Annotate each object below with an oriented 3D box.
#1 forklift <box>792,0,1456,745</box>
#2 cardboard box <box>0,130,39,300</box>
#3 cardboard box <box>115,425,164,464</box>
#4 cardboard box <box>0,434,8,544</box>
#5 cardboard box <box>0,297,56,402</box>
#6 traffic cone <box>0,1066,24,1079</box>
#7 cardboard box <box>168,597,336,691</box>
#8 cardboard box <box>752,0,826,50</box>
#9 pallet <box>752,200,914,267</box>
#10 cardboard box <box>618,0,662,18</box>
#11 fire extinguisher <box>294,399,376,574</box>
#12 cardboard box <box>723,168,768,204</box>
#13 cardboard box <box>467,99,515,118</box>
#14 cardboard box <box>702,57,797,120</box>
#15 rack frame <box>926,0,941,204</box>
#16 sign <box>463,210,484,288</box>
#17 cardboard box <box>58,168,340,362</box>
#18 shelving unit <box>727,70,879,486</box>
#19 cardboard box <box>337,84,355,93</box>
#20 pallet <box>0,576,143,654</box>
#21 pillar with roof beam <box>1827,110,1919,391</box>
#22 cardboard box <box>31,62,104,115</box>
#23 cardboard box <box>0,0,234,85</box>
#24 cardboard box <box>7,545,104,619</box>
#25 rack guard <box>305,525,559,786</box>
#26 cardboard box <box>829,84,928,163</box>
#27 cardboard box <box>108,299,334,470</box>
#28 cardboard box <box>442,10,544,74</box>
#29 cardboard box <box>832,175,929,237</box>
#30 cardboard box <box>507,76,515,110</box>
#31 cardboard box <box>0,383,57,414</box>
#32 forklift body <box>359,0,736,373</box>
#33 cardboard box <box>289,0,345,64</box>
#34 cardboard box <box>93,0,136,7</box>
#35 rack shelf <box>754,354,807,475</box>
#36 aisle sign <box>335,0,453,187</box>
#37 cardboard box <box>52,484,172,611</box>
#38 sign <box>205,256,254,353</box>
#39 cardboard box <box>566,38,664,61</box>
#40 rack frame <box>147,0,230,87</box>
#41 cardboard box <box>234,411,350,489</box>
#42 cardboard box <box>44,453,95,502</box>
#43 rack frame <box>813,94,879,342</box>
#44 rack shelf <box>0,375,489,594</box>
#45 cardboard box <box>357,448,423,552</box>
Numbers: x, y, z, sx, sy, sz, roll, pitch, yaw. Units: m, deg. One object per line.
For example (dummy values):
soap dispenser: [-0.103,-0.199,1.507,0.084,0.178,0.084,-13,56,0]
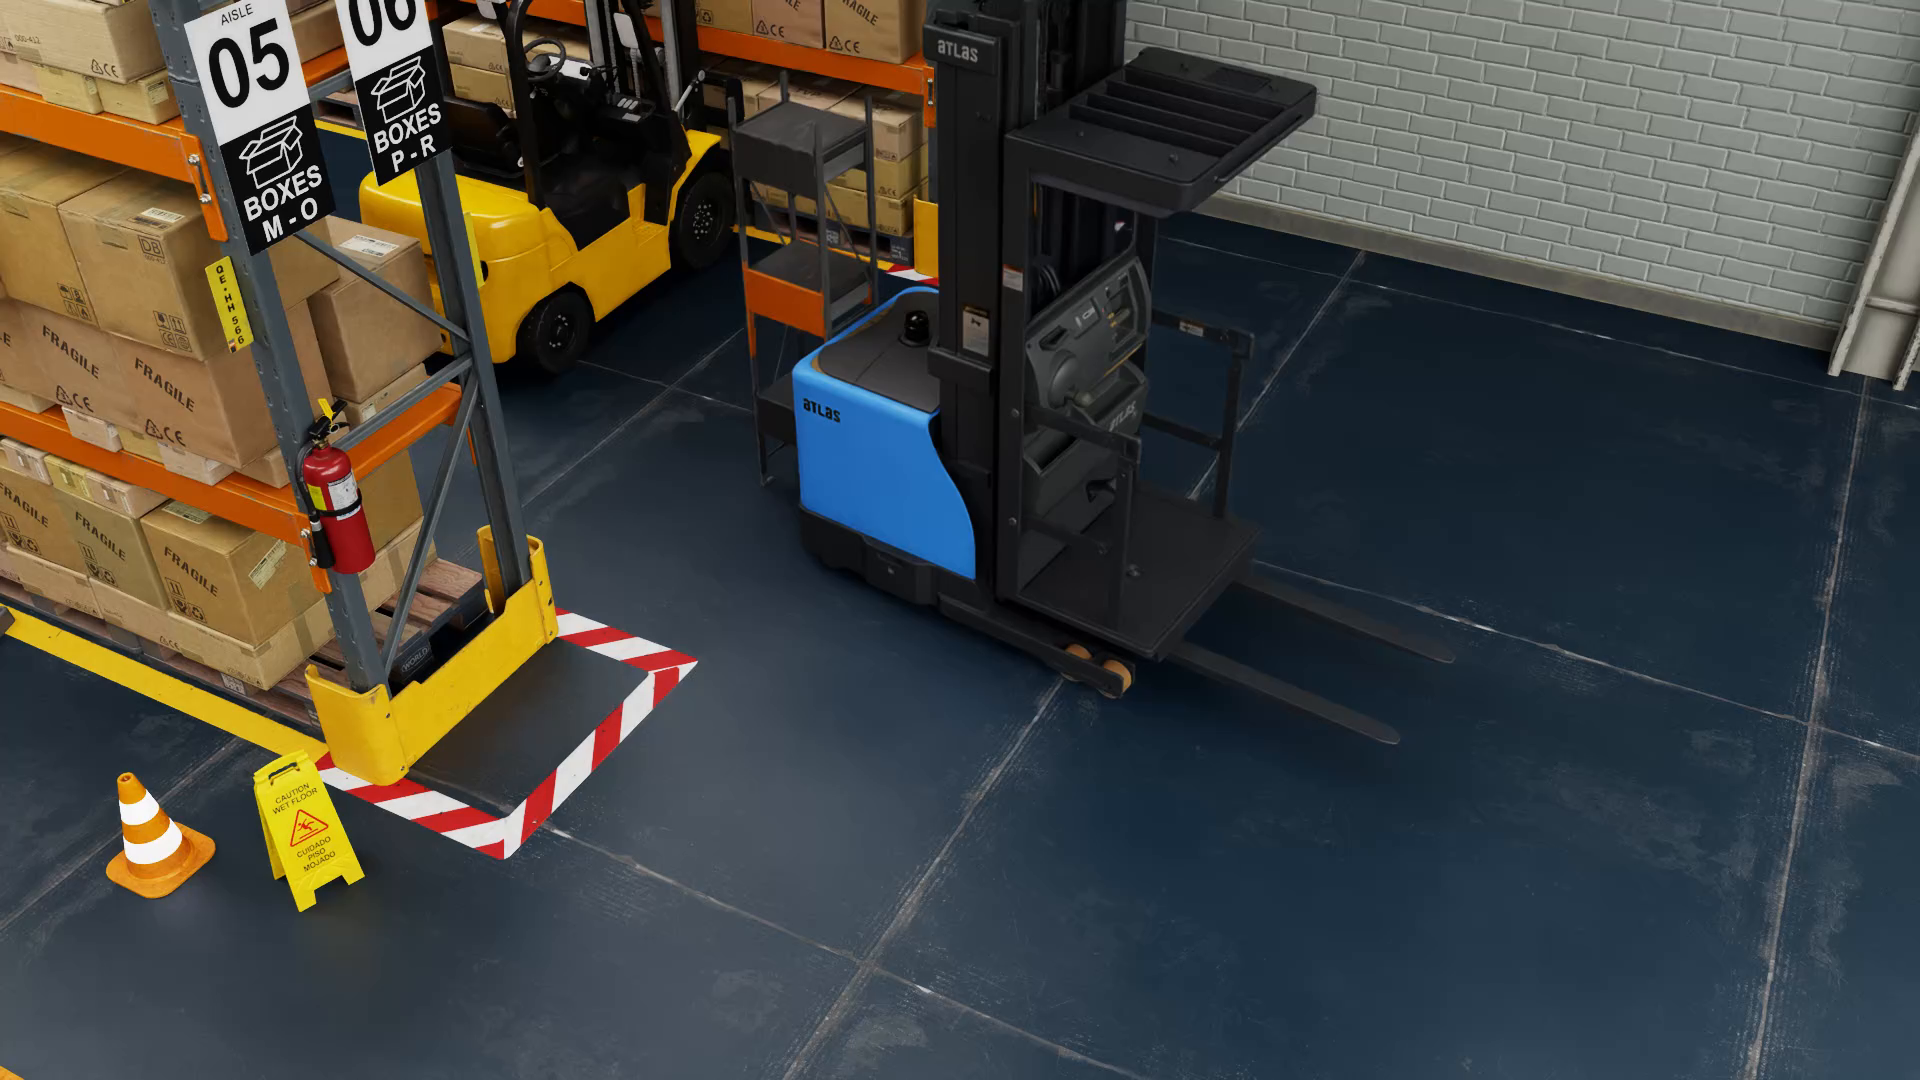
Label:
forklift: [0.723,-0.837,6.948,3.031,2.935,1.130,23,43,27]
cardboard box: [-3.691,-1.310,6.359,0.500,0.500,0.700,17,40,21]
cardboard box: [-3.115,-0.480,6.629,0.250,0.149,0.380,17,40,21]
cardboard box: [-4.402,-0.384,7.601,0.500,0.500,0.500,20,41,24]
cardboard box: [-3.684,-0.941,6.700,0.500,0.500,0.500,17,40,21]
traffic cone: [-3.374,1.777,5.546,0.334,0.463,0.336,17,41,21]
cardboard box: [-3.053,0.344,7.263,0.500,0.250,0.500,17,40,21]
cardboard box: [-0.925,-3.348,10.117,0.500,0.500,0.500,19,41,23]
pallet: [-0.610,-2.243,11.050,1.213,0.211,1.003,17,41,21]
cardboard box: [-1.832,-3.624,10.481,0.500,0.500,0.500,18,41,22]
fire extinguisher: [-2.301,-0.187,6.099,0.183,0.674,0.296,17,41,21]
cardboard box: [-1.351,-2.484,10.987,0.500,0.250,0.500,18,41,22]
cardboard box: [-3.186,-3.035,11.714,0.500,0.250,0.500,18,41,22]
cardboard box: [-1.372,-2.868,10.667,0.500,0.250,0.500,18,41,22]
rack frame: [0.089,-3.163,9.956,0.127,3.000,1.000,17,41,21]
sign: [-1.941,-1.133,6.566,0.005,0.325,0.100,17,41,21]
cardboard box: [-2.745,-1.079,6.054,0.500,0.500,0.700,16,40,20]
shelving unit: [-0.714,-1.136,8.029,0.503,2.100,0.431,23,43,27]
cardboard box: [-4.617,-3.856,12.485,0.625,0.625,0.875,17,40,21]
pallet: [-4.042,0.008,8.085,1.213,0.211,1.003,17,41,21]
pillar with roof beam: [3.233,-2.251,3.792,0.400,9.000,9.100,17,41,21]
cardboard box: [-2.872,-1.593,5.614,0.250,0.149,0.380,18,41,22]
cardboard box: [-2.769,-1.748,5.489,0.500,0.250,0.500,17,40,21]
cardboard box: [-3.956,0.060,7.637,0.500,0.250,0.500,16,40,20]
rack guard: [-2.258,0.477,7.227,0.348,0.500,1.175,17,41,21]
cardboard box: [-0.464,-2.594,10.306,0.500,0.250,0.500,19,41,23]
cardboard box: [-2.799,-0.658,6.328,0.500,0.500,0.500,17,40,21]
cardboard box: [-3.178,-3.443,11.424,0.500,0.250,0.500,17,40,21]
cardboard box: [-0.474,-2.196,10.609,0.500,0.250,0.500,18,41,22]
cardboard box: [-2.727,-3.107,11.396,0.500,0.250,0.500,17,40,21]
cardboard box: [-3.789,-0.704,6.924,0.250,0.149,0.380,17,40,21]
forklift body: [-2.434,-2.373,9.617,1.214,2.155,2.313,17,41,21]
cardboard box: [-2.336,-1.858,5.964,0.250,0.149,0.380,17,41,22]
cardboard box: [-2.627,-1.845,5.287,0.250,0.149,0.380,18,41,22]
rack shelf: [-0.714,-0.567,8.461,0.480,0.518,0.431,23,43,27]
aisle sign: [-1.993,-1.682,5.854,0.004,0.787,0.394,17,41,21]
cardboard box: [-3.487,-0.094,7.219,0.500,0.500,0.500,19,41,23]
sign: [-2.464,-0.792,5.613,0.005,0.325,0.100,17,41,21]
cardboard box: [-2.281,-3.163,11.056,0.500,0.250,0.500,19,41,23]
rack frame: [-2.191,-2.887,4.630,0.127,3.000,1.000,17,41,21]
cardboard box: [-2.621,-0.386,6.505,0.250,0.149,0.380,19,41,23]
cardboard box: [-3.601,-0.347,7.016,0.250,0.149,0.380,18,41,22]
rack frame: [-0.513,-1.052,7.919,0.015,2.100,0.400,23,43,27]
rack shelf: [-3.967,-0.767,7.394,4.000,0.370,1.077,17,41,21]
cardboard box: [-2.801,-0.247,7.421,0.500,0.500,0.500,16,40,20]
